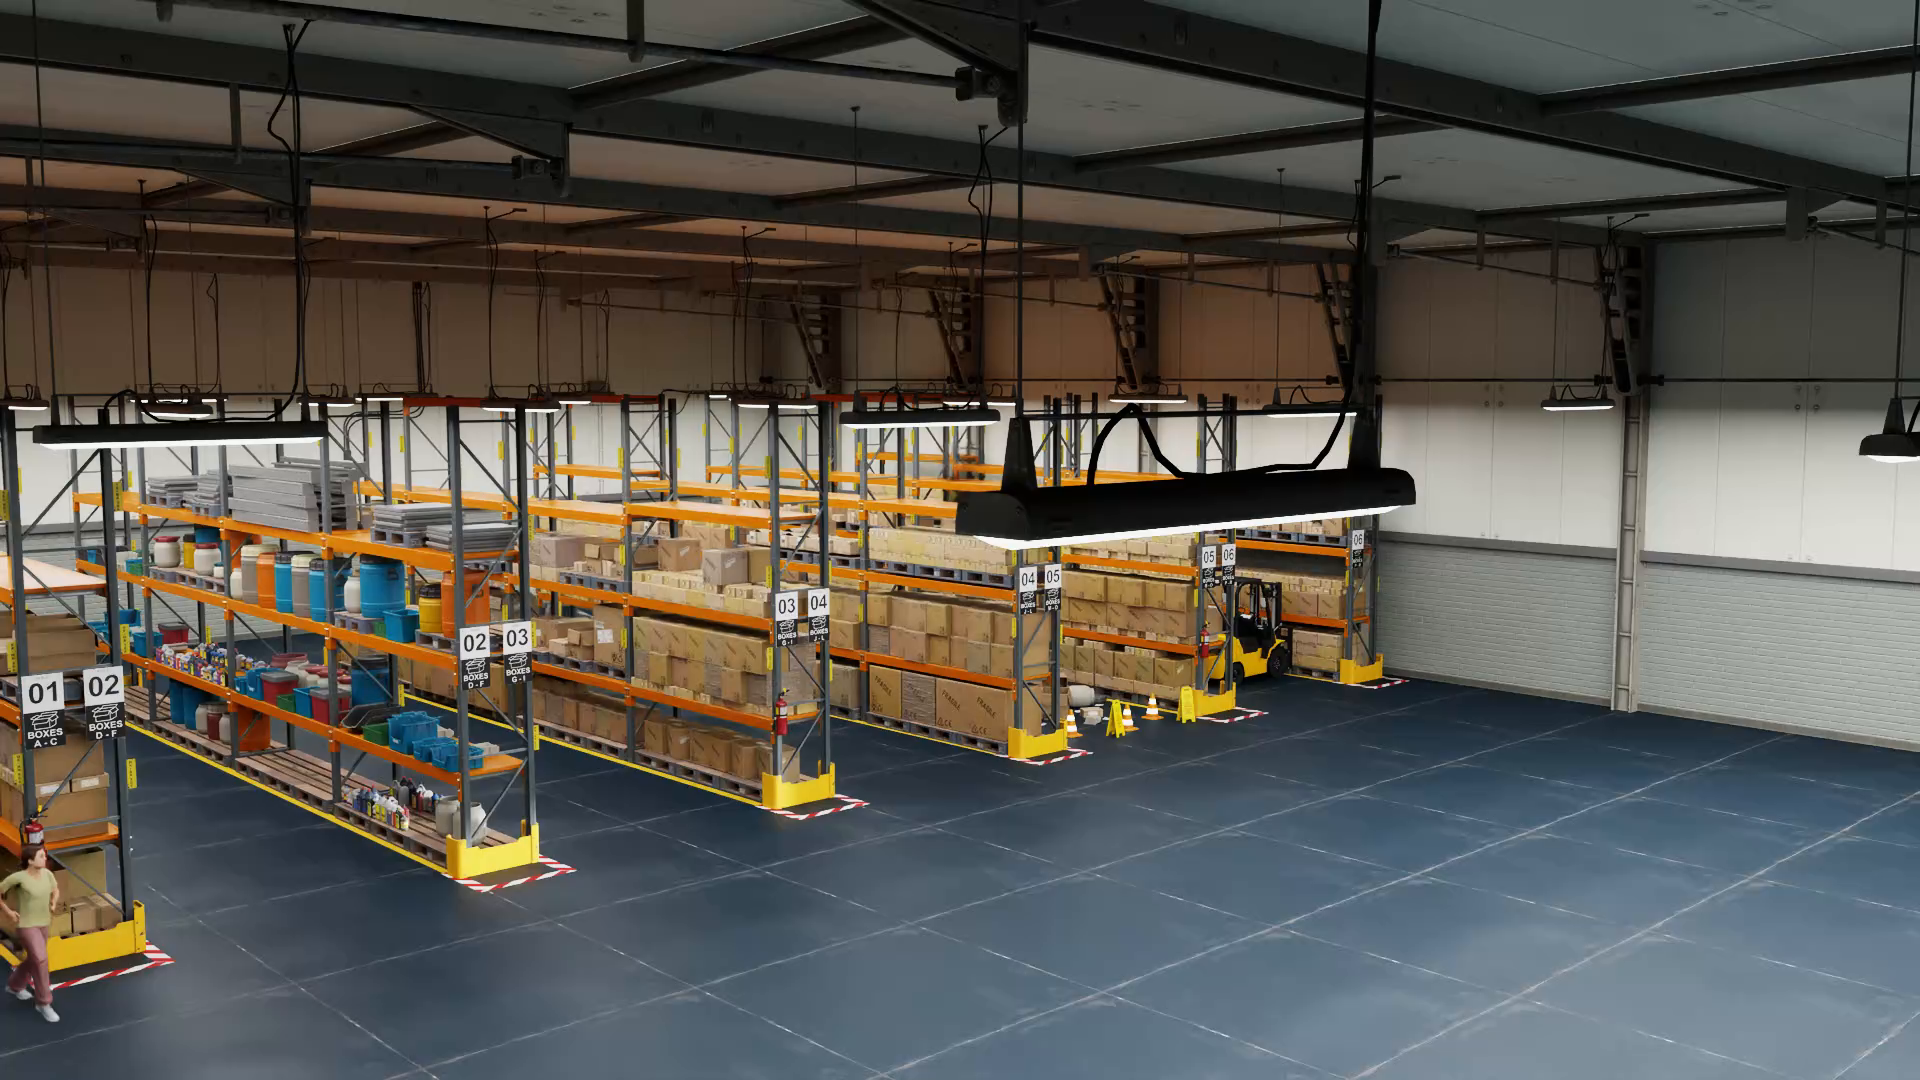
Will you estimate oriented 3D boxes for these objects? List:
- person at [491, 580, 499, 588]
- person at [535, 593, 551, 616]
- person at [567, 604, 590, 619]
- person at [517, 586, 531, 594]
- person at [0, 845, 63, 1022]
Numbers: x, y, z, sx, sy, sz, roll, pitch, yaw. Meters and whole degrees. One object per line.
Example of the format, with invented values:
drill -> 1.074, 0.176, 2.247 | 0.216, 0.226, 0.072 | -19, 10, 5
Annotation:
person -> -11.247, 1.714, 39.769 | 0.706, 1.584, 0.761 | 3, 6, 24
person -> -10.103, 1.557, 40.837 | 0.525, 1.732, 0.717 | 5, 8, 44
person -> -9.595, 1.453, 41.564 | 0.847, 1.771, 0.689 | -5, 7, -42
person -> -10.692, 1.613, 40.608 | 0.527, 1.589, 0.693 | -5, 7, -41
person -> -9.246, 3.883, 16.698 | 0.954, 1.671, 0.583 | 2, 6, 17
